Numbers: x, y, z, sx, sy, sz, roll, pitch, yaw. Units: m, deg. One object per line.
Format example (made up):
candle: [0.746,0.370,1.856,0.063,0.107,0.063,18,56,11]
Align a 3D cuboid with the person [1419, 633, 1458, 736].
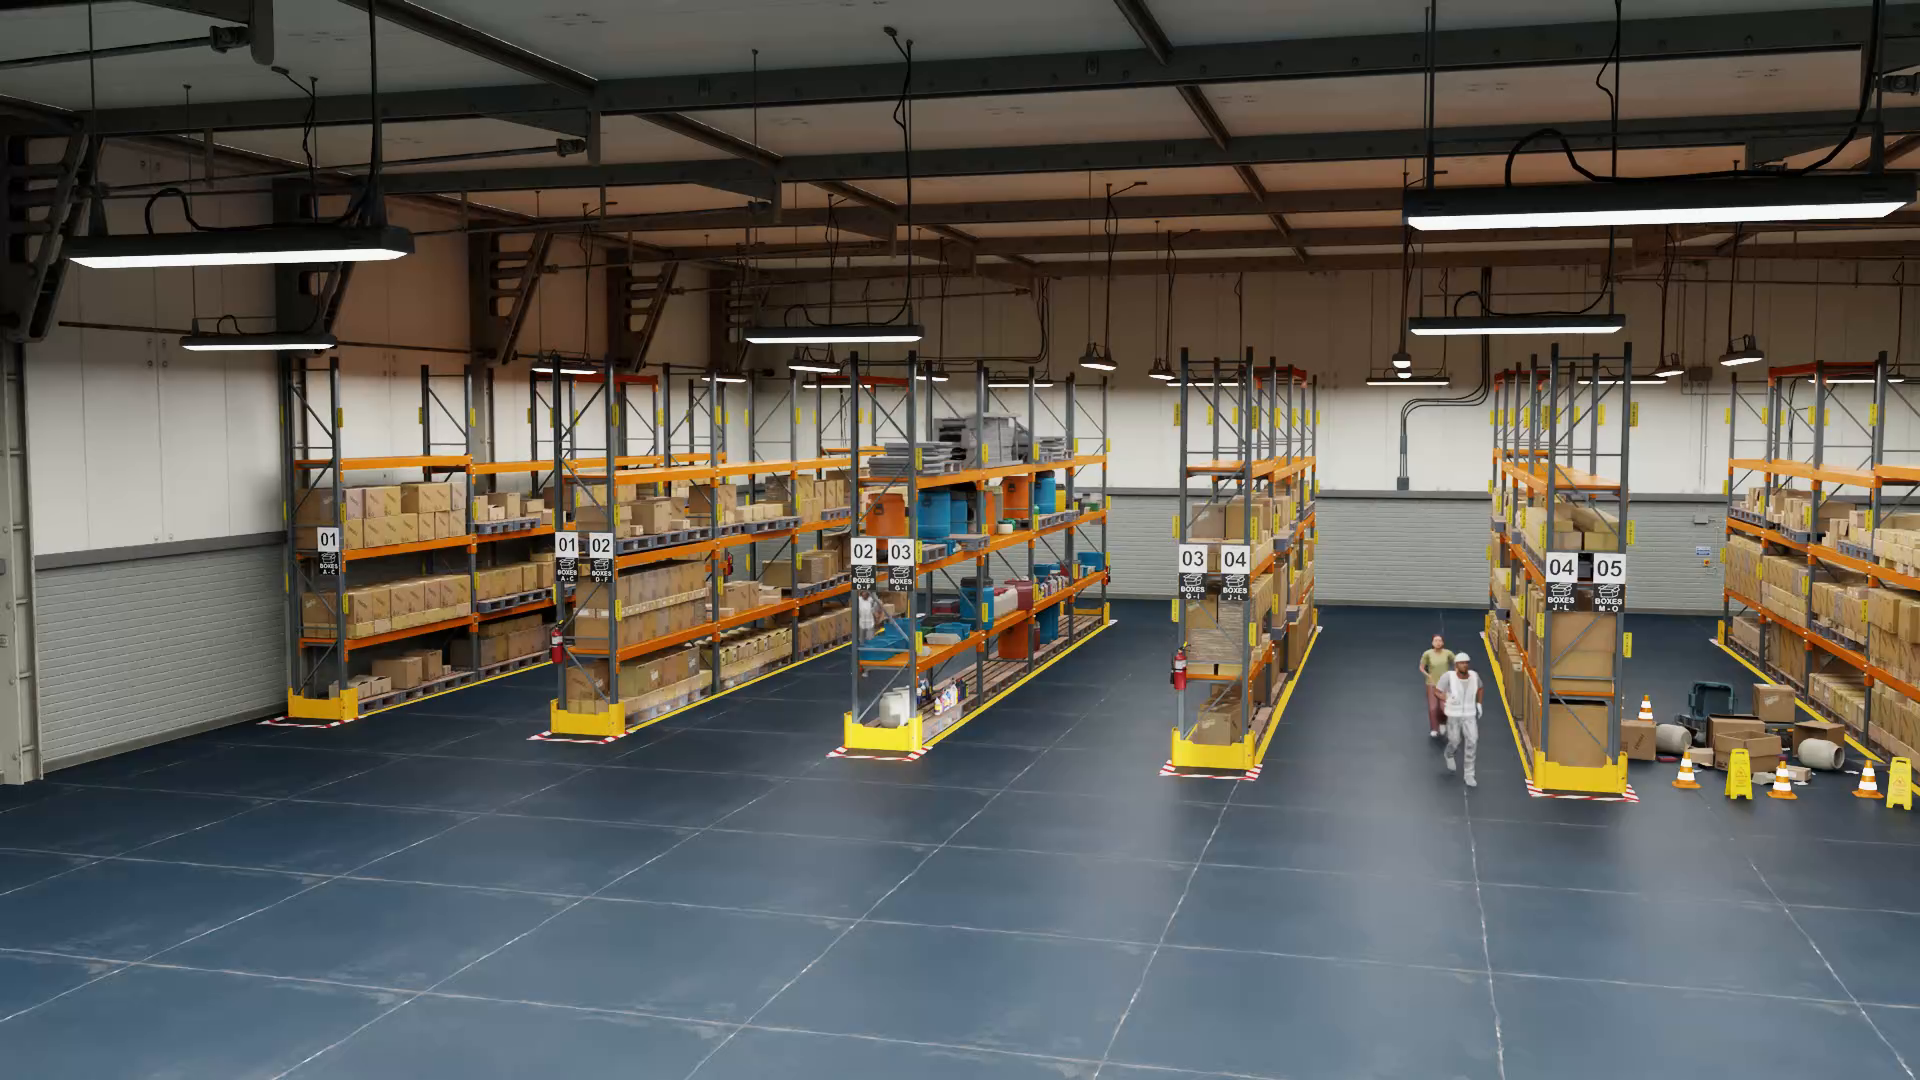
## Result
person: [7.484,2.273,25.992,0.606,1.630,0.544,1,4,12]

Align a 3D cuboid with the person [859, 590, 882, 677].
person: [-1.726,1.638,30.587,0.579,1.695,0.685,0,4,-2]

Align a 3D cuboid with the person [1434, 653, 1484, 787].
person: [6.903,2.434,22.933,0.720,1.785,0.896,0,4,1]
